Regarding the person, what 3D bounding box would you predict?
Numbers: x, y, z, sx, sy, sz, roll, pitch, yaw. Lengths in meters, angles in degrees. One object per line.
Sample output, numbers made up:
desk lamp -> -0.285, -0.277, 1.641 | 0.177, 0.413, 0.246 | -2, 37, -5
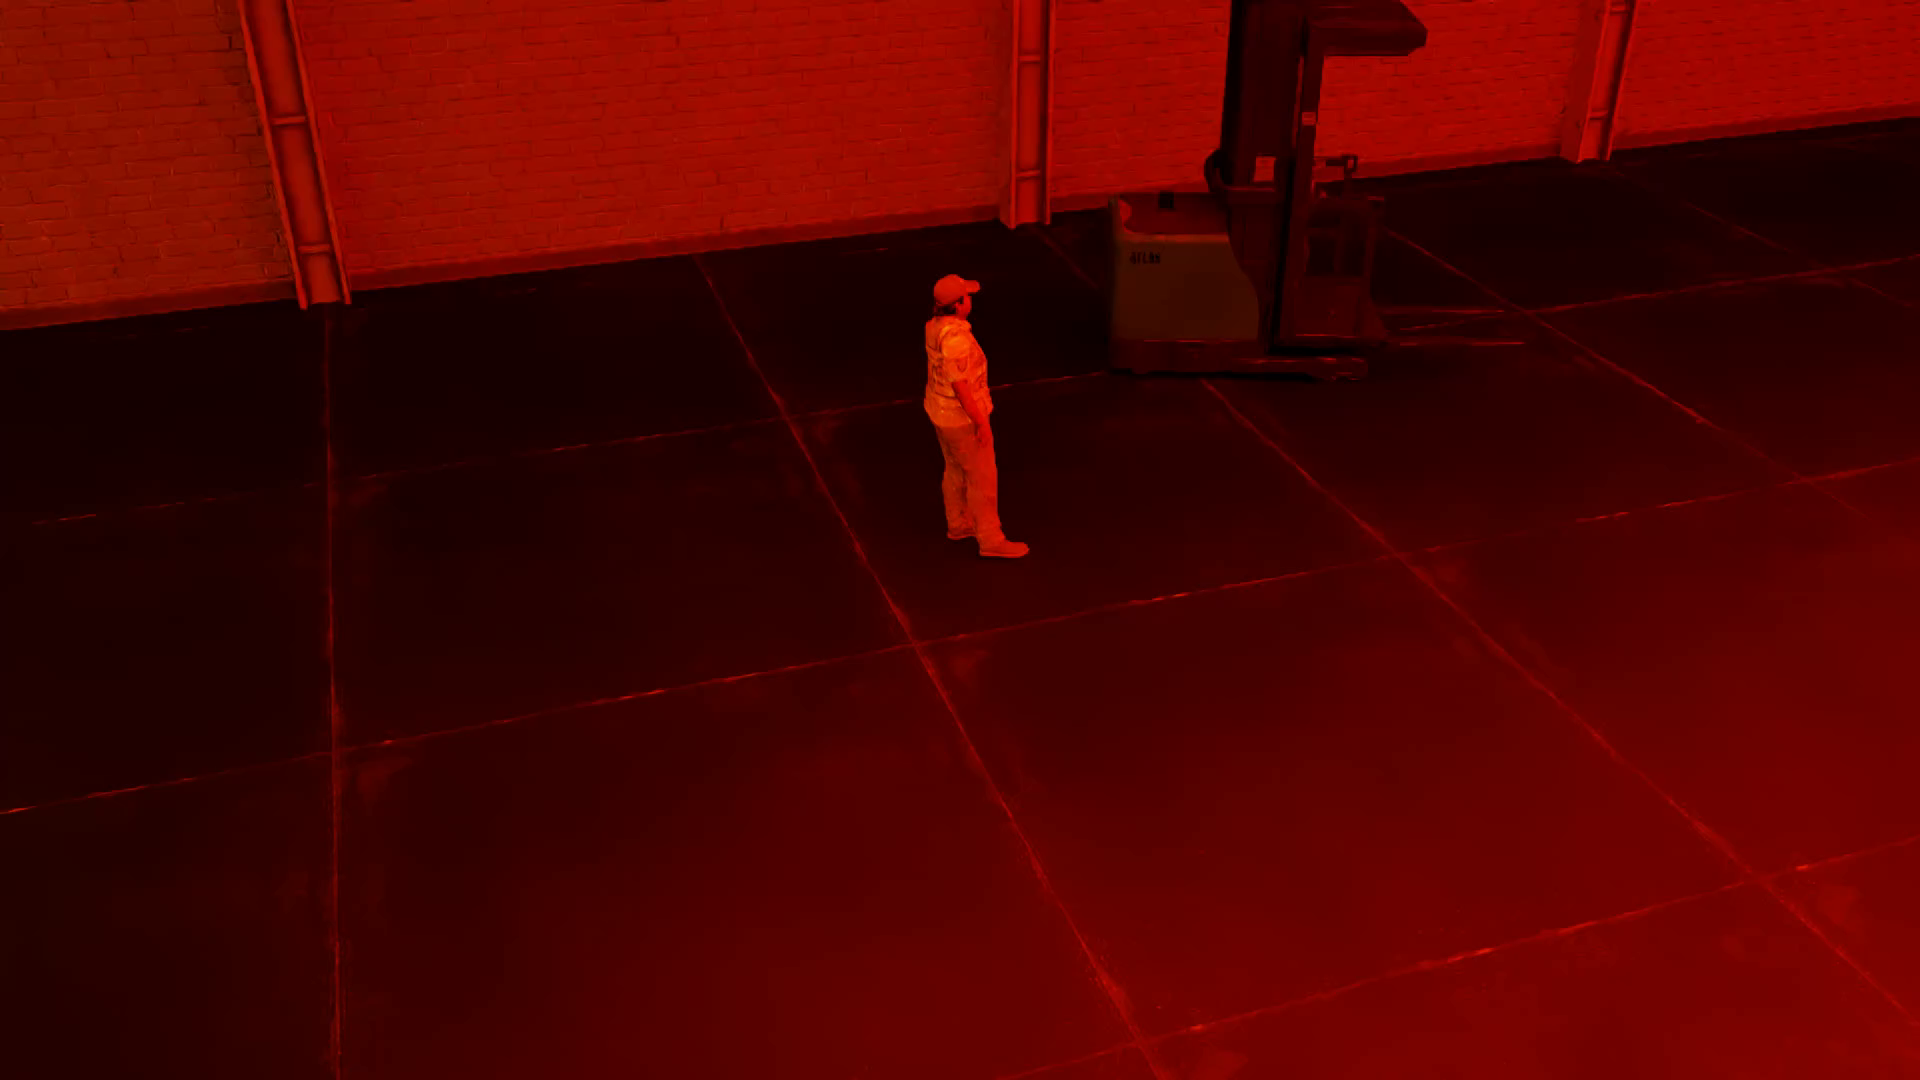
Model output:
person -> 0.081, -0.726, 9.612 | 0.526, 1.659, 0.598 | -10, 31, -16

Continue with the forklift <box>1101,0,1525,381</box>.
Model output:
forklift -> 2.592, -2.687, 11.758 | 3.031, 2.935, 1.130 | 1, 30, 1
